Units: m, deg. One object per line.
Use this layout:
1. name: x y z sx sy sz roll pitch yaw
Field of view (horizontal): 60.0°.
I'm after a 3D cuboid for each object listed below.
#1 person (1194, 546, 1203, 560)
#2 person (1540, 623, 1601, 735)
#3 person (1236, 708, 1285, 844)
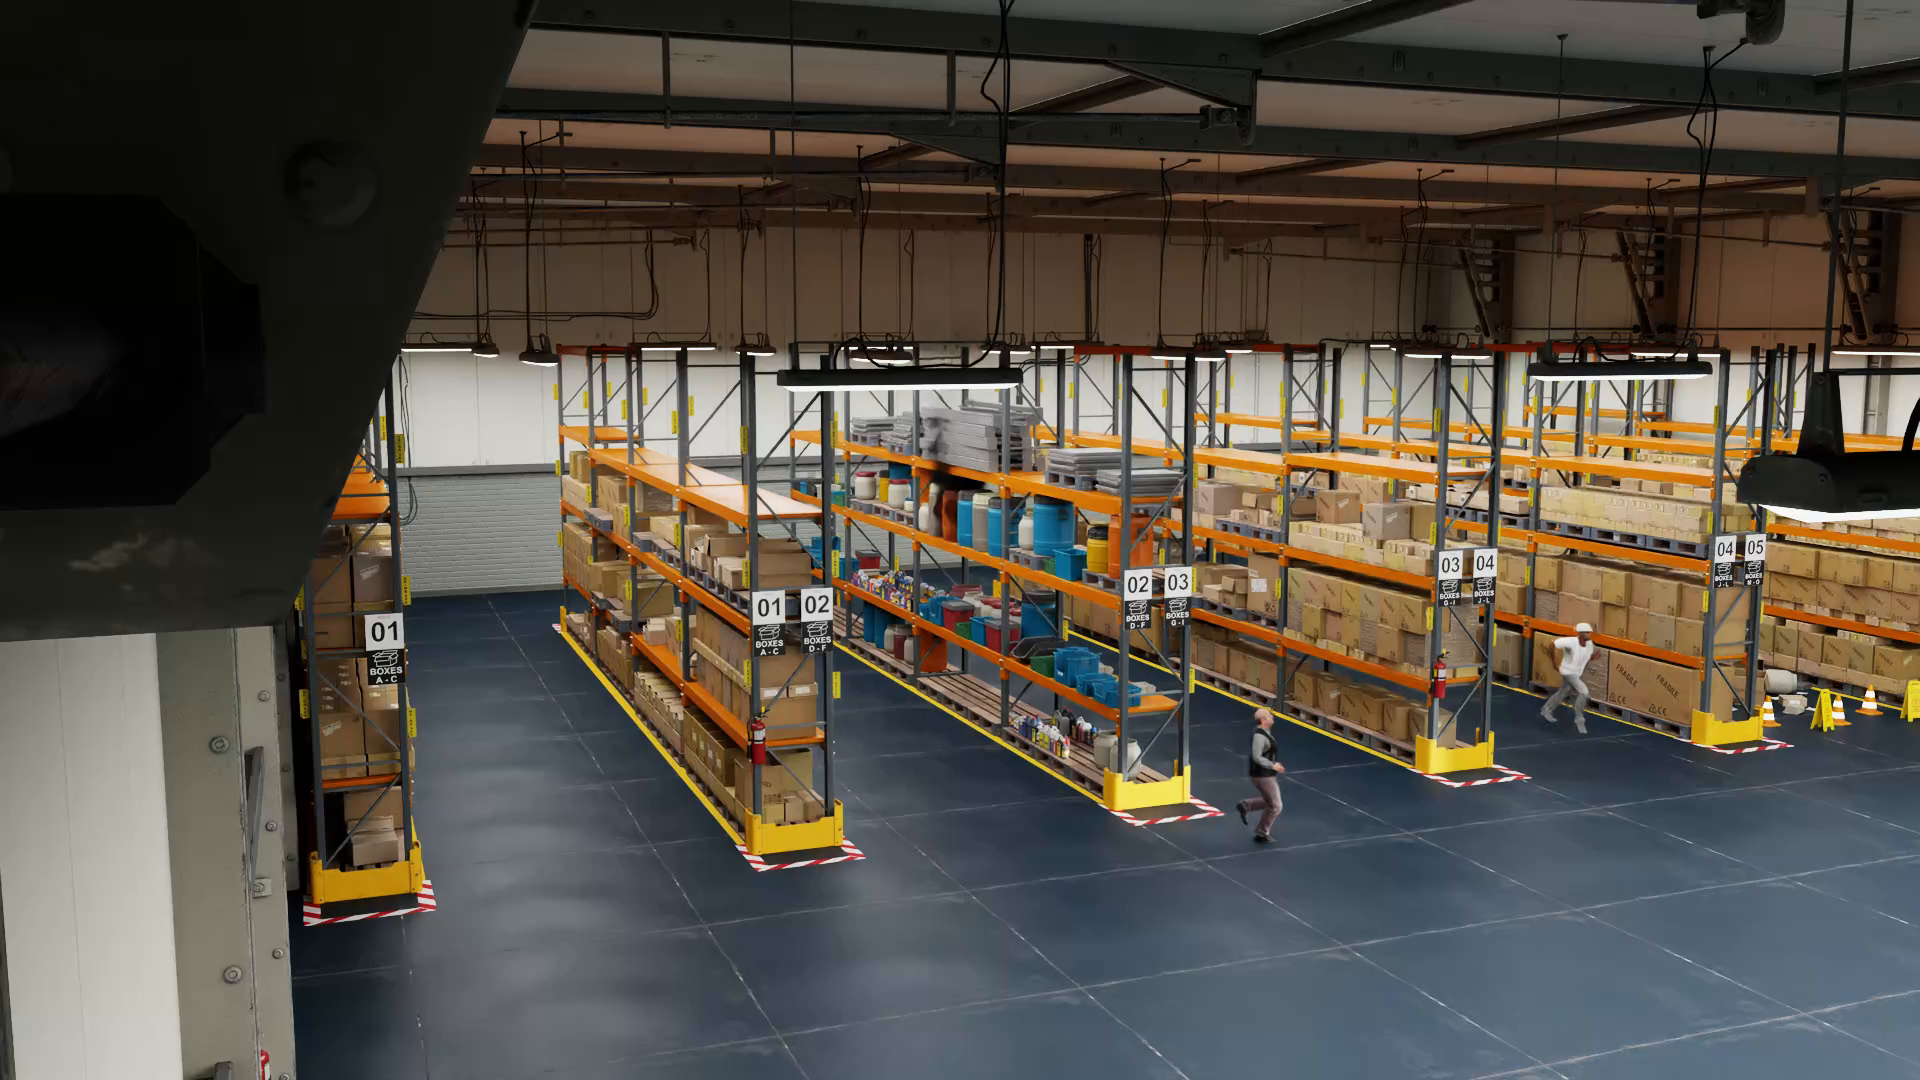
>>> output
1. person: 5.941 0.183 41.761 0.537 1.708 0.751 2 7 13
2. person: 9.636 2.148 26.311 0.690 1.770 0.958 -6 9 -40
3. person: 3.717 2.906 20.571 0.584 1.686 0.701 1 7 10
